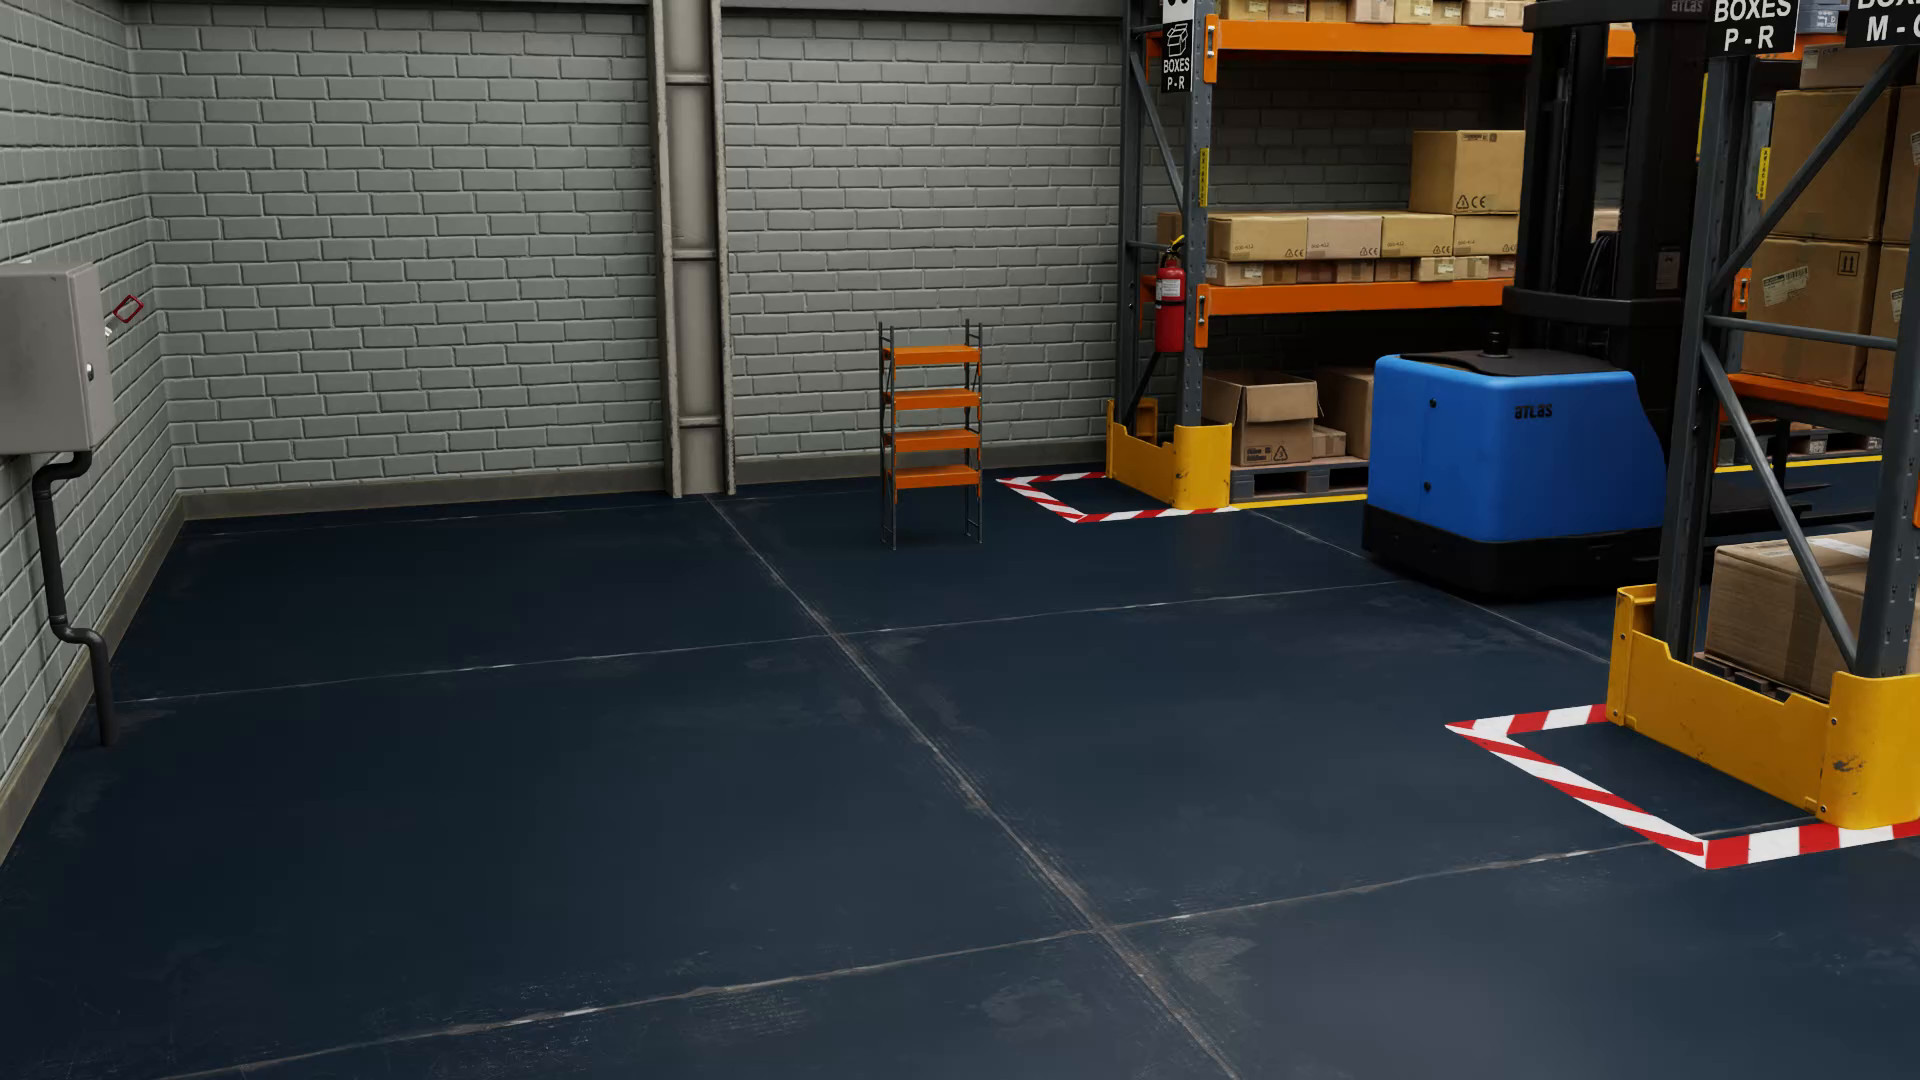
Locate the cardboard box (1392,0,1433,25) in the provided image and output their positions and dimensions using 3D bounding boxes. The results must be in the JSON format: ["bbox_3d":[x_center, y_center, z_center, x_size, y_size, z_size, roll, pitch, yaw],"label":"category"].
[{"bbox_3d":[2.595,-3.133,9.891,0.250,0.149,0.380,-4,14,-18],"label":"cardboard box"}]

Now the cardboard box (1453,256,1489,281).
[{"bbox_3d":[3.094,-1.716,10.417,0.250,0.149,0.380,-4,14,-17],"label":"cardboard box"}]

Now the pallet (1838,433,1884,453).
[{"bbox_3d":[6.923,-0.864,12.318,1.213,0.211,1.003,-4,14,-18],"label":"pallet"}]

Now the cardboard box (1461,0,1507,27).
[{"bbox_3d":[3.075,-3.167,10.038,0.250,0.149,0.380,-4,14,-18],"label":"cardboard box"}]

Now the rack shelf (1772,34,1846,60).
[{"bbox_3d":[6.902,-3.318,11.683,4.000,0.370,1.077,-4,14,-18],"label":"rack shelf"}]

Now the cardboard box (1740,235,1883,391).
[{"bbox_3d":[3.174,-0.820,5.891,0.500,0.500,0.500,-4,14,-18],"label":"cardboard box"}]

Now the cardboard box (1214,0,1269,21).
[{"bbox_3d":[1.591,-3.076,9.651,0.250,0.149,0.380,-4,14,-17],"label":"cardboard box"}]

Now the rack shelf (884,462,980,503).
[{"bbox_3d":[-0.157,-0.313,9.014,0.480,0.148,0.258,-4,14,-18],"label":"rack shelf"}]

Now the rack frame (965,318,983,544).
[{"bbox_3d":[0.074,-0.590,9.028,0.015,1.200,0.240,-4,14,-18],"label":"rack frame"}]

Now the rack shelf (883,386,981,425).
[{"bbox_3d":[-0.157,-0.724,8.916,0.480,0.148,0.258,-4,14,-18],"label":"rack shelf"}]

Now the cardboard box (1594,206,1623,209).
[{"bbox_3d":[4.451,-2.156,11.404,0.500,0.250,0.500,-5,14,-19],"label":"cardboard box"}]

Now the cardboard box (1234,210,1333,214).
[{"bbox_3d":[2.055,-1.968,10.614,0.500,0.250,0.500,-4,14,-18],"label":"cardboard box"}]

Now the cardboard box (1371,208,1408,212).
[{"bbox_3d":[3.022,-2.042,10.925,0.500,0.250,0.500,-4,14,-18],"label":"cardboard box"}]

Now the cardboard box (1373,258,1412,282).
[{"bbox_3d":[2.587,-1.690,10.308,0.250,0.149,0.380,-4,14,-17],"label":"cardboard box"}]

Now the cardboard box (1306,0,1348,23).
[{"bbox_3d":[2.080,-3.116,9.821,0.250,0.149,0.380,-4,14,-18],"label":"cardboard box"}]

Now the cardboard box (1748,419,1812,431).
[{"bbox_3d":[5.536,-1.036,11.509,0.500,0.500,0.500,-4,14,-16],"label":"cardboard box"}]

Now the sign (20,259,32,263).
[{"bbox_3d":[-3.421,-0.775,6.123,0.001,0.494,0.329,-4,14,-18],"label":"sign"}]

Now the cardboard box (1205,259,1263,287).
[{"bbox_3d":[1.614,-1.608,9.963,0.250,0.149,0.380,-5,14,-18],"label":"cardboard box"}]

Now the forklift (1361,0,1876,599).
[{"bbox_3d":[3.663,-1.340,8.441,3.031,2.935,1.130,-5,14,-20],"label":"forklift"}]

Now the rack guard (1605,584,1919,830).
[{"bbox_3d":[2.779,0.540,5.791,0.348,0.500,1.175,-4,14,-18],"label":"rack guard"}]

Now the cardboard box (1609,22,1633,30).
[{"bbox_3d":[4.035,-3.254,10.404,0.250,0.149,0.380,-5,14,-18],"label":"cardboard box"}]

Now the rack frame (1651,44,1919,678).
[{"bbox_3d":[2.802,-0.678,5.509,0.127,3.000,1.000,-4,14,-18],"label":"rack frame"}]

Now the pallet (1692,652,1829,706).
[{"bbox_3d":[3.535,0.603,6.152,1.213,0.211,1.003,-4,14,-18],"label":"pallet"}]

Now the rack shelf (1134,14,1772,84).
[{"bbox_3d":[3.111,-3.023,10.442,4.000,0.370,1.077,-4,14,-18],"label":"rack shelf"}]

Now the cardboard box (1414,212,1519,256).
[{"bbox_3d":[3.166,-1.930,10.455,0.500,0.250,0.500,-5,14,-20],"label":"cardboard box"}]

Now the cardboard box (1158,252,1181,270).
[{"bbox_3d":[1.443,-1.727,10.464,0.250,0.149,0.380,-5,14,-19],"label":"cardboard box"}]

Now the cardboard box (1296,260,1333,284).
[{"bbox_3d":[2.078,-1.664,10.198,0.250,0.149,0.380,-5,14,-19],"label":"cardboard box"}]

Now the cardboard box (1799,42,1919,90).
[{"bbox_3d":[3.078,-1.599,5.603,0.250,0.149,0.380,-4,14,-17],"label":"cardboard box"}]

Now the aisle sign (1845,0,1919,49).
[{"bbox_3d":[2.826,-1.873,4.919,0.004,0.787,0.394,-4,14,-18],"label":"aisle sign"}]

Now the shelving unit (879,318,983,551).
[{"bbox_3d":[-0.157,-0.571,8.953,0.503,1.200,0.258,-4,14,-18],"label":"shelving unit"}]

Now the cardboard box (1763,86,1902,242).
[{"bbox_3d":[3.183,-1.300,5.751,0.500,0.500,0.500,-4,14,-16],"label":"cardboard box"}]

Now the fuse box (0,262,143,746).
[{"bbox_3d":[-3.067,-0.101,5.869,0.414,1.711,0.539,-4,14,-18],"label":"fuse box"}]

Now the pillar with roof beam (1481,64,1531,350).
[{"bbox_3d":[5.432,-4.182,7.277,0.400,9.000,9.100,-4,14,-18],"label":"pillar with roof beam"}]

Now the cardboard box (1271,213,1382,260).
[{"bbox_3d":[2.209,-1.849,10.117,0.500,0.250,0.500,-4,14,-17],"label":"cardboard box"}]

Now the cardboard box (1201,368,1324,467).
[{"bbox_3d":[1.825,-0.780,10.428,0.637,0.503,0.797,-5,14,-20],"label":"cardboard box"}]

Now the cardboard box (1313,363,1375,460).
[{"bbox_3d":[2.648,-0.833,10.657,0.500,0.500,0.700,-4,14,-16],"label":"cardboard box"}]

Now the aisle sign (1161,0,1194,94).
[{"bbox_3d":[1.244,-2.961,9.492,0.004,0.787,0.394,-4,14,-18],"label":"aisle sign"}]

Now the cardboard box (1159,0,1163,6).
[{"bbox_3d":[1.550,-3.389,10.110,0.500,0.250,0.500,-5,14,-19],"label":"cardboard box"}]

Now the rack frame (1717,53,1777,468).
[{"bbox_3d":[5.006,-2.061,11.326,0.127,3.000,1.000,-4,14,-18],"label":"rack frame"}]

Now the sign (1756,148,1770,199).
[{"bbox_3d":[5.186,-2.364,10.728,0.005,0.325,0.100,-4,14,-18],"label":"sign"}]
